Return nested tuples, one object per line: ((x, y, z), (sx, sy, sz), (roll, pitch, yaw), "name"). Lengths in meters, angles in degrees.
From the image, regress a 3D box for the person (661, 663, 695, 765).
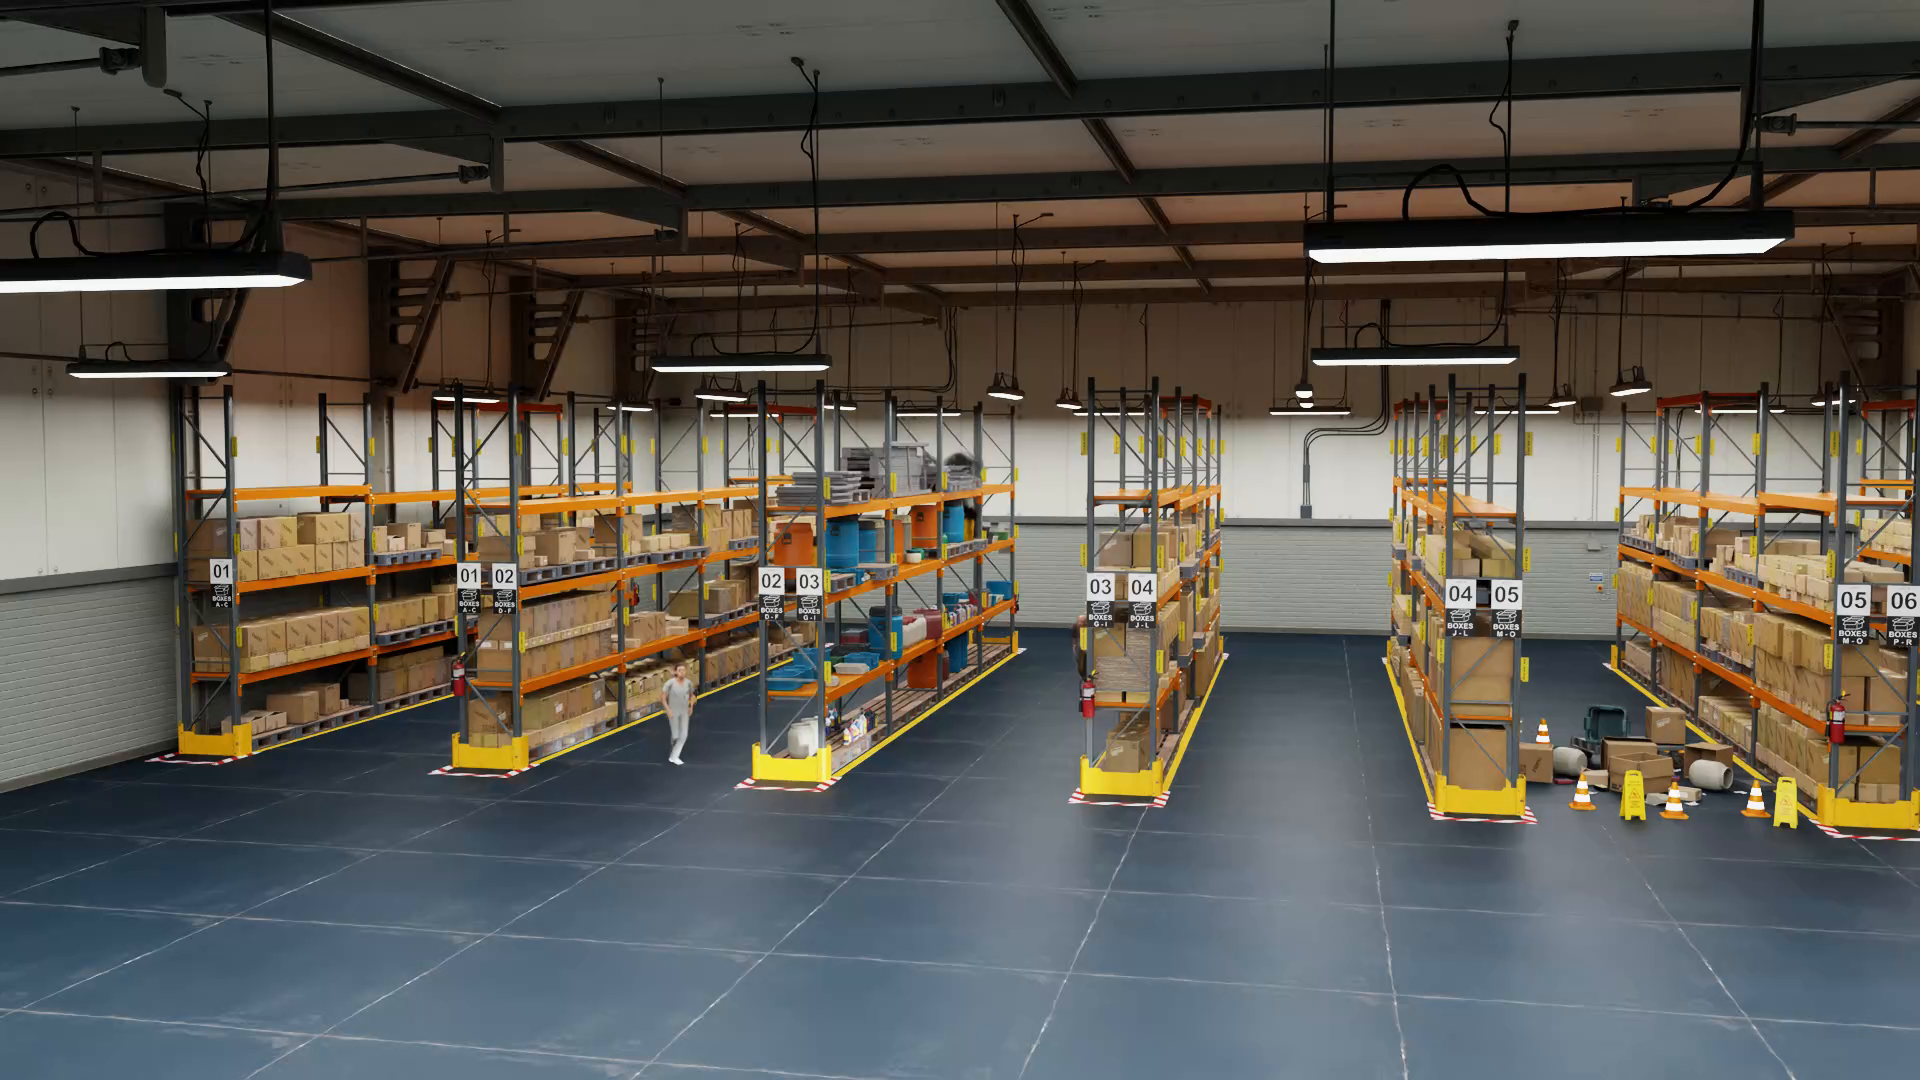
((-4.476, 2.732, 26.343), (0.561, 1.609, 0.557), (-1, 4, -24), "person")

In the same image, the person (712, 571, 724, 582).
((-6.409, 1.686, 43.760), (0.909, 1.742, 0.724), (3, 4, 39), "person")

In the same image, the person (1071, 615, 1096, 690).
((2.648, 2.306, 34.122), (0.738, 1.593, 0.886), (2, 4, 26), "person")
